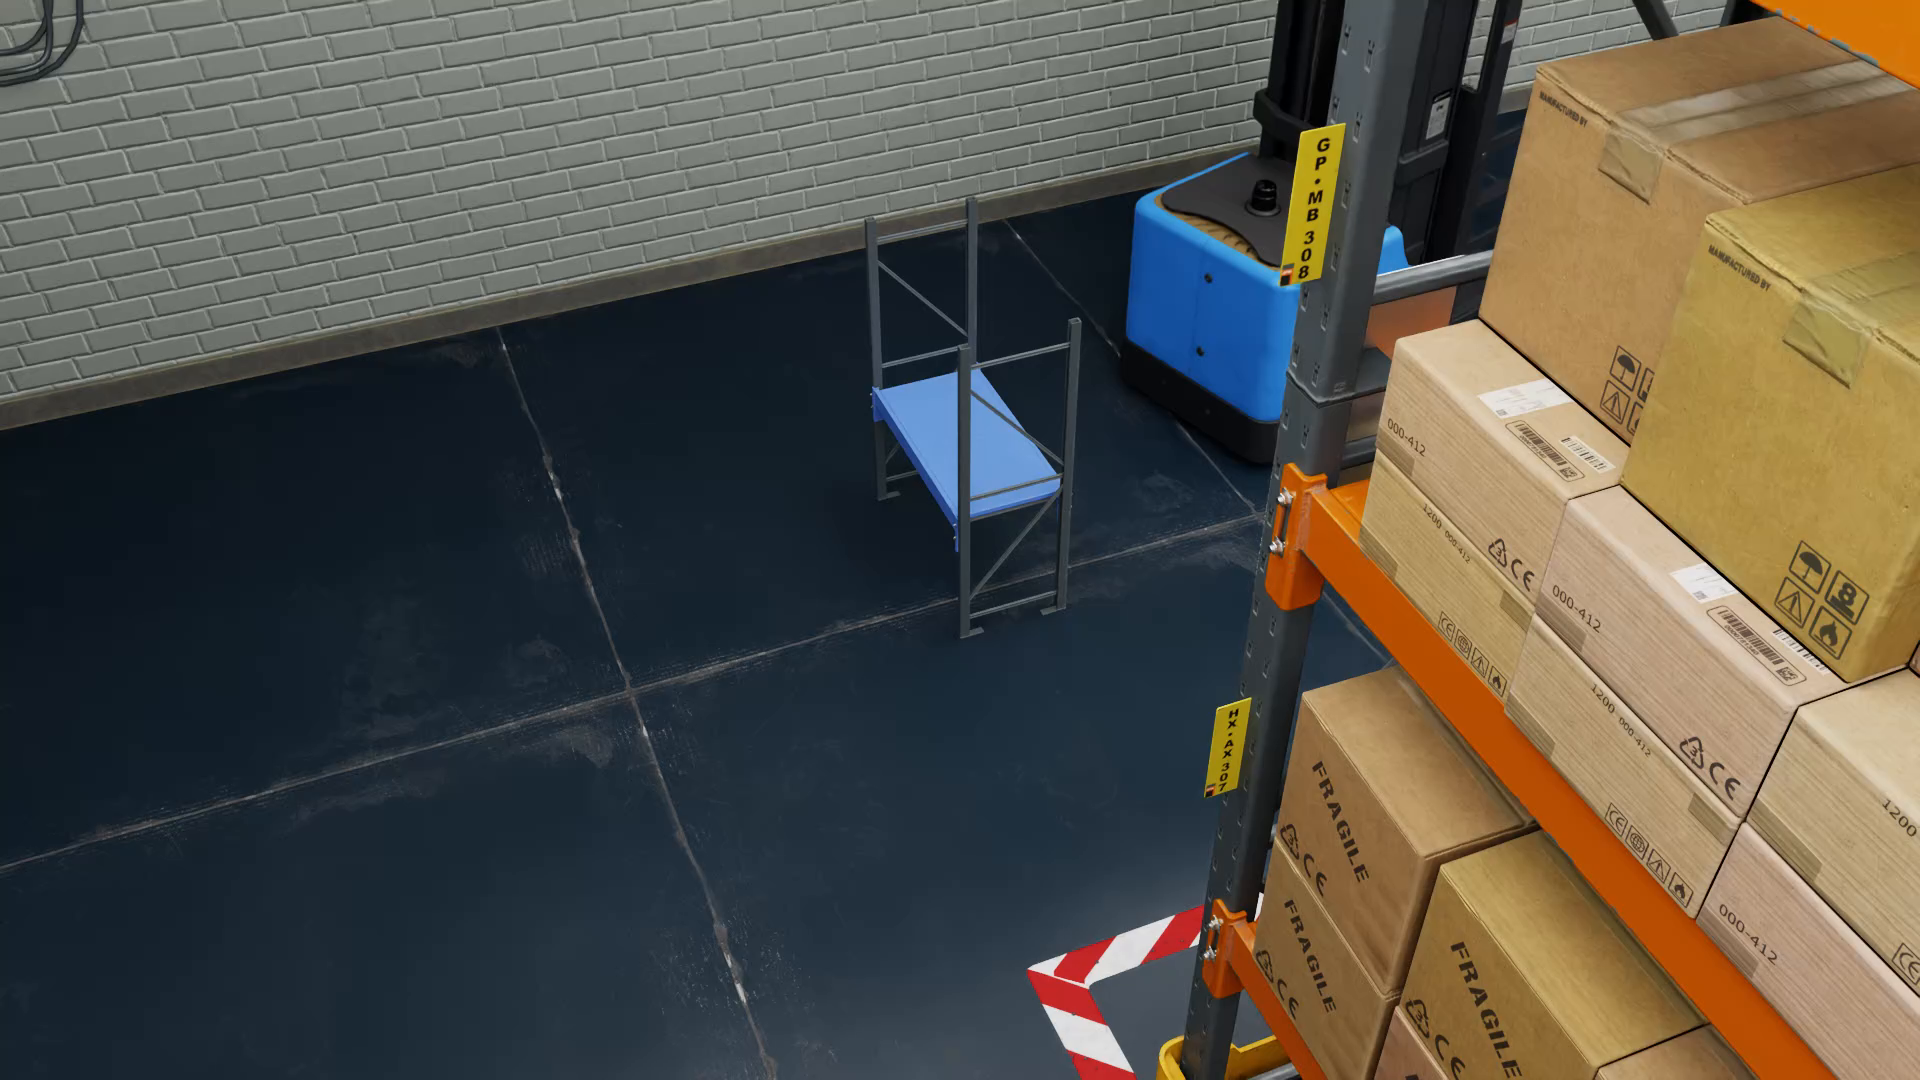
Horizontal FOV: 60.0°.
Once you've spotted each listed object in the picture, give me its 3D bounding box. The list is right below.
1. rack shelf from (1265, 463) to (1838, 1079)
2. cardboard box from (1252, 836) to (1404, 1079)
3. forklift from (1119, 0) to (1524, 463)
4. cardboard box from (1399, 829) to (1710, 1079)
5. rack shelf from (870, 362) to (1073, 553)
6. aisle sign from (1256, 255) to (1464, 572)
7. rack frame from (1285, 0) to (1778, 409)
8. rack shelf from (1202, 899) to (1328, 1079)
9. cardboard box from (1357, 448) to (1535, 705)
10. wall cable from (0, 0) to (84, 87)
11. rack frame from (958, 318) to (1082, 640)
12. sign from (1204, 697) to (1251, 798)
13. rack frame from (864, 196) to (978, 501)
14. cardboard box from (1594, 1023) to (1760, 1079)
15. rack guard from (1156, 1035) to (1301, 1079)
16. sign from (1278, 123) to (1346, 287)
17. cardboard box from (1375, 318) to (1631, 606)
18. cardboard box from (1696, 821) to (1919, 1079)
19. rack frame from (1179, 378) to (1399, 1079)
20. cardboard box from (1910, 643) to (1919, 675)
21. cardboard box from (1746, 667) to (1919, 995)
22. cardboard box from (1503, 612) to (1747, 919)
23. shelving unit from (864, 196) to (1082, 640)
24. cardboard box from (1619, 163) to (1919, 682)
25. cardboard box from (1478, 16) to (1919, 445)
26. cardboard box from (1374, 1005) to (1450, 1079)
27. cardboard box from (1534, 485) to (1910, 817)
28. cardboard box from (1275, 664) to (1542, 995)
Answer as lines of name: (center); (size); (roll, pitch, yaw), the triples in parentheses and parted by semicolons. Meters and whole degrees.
rack shelf: (1.929, 1.048, 2.400); (1.077, 0.370, 4.000); (-15, 43, -17)
cardboard box: (1.090, 1.003, 4.125); (0.500, 0.500, 0.500); (-14, 43, -16)
forklift: (2.284, -2.283, 8.075); (3.031, 2.935, 1.130); (-28, 48, -28)
cardboard box: (1.297, 0.937, 3.435); (0.500, 0.500, 0.500); (-15, 43, -16)
rack shelf: (0.033, -0.381, 7.237); (0.538, 0.185, 1.000); (-15, 43, -17)
aisle sign: (0.867, -0.245, 3.660); (0.394, 0.787, 0.004); (-15, 43, -17)
rack frame: (1.164, -1.567, 2.589); (1.000, 3.000, 0.127); (-15, 43, -17)
rack shelf: (1.929, 2.186, 3.378); (1.077, 0.370, 4.000); (-15, 43, -17)
cardboard box: (1.126, 0.001, 3.182); (0.500, 0.250, 0.500); (-15, 43, -17)
wall cable: (-5.245, -2.647, 6.227); (3.097, 2.526, 0.112); (-15, 43, -17)
rack frame: (0.227, -0.211, 6.764); (0.500, 1.500, 0.032); (-15, 43, -17)
sign: (0.663, 0.515, 4.105); (0.100, 0.325, 0.005); (-15, 43, -17)
rack frame: (-0.162, -0.824, 7.476); (0.500, 1.500, 0.032); (-15, 43, -17)
cardboard box: (1.484, 1.240, 3.083); (0.500, 0.500, 0.500); (-15, 43, -16)
rack guard: (1.193, 1.702, 5.306); (1.175, 0.500, 0.348); (-15, 43, -17)
sign: (0.663, -0.625, 3.124); (0.100, 0.325, 0.005); (-15, 43, -17)
cardboard box: (1.120, -0.187, 3.017); (0.500, 0.250, 0.500); (-15, 43, -17)
cardboard box: (1.498, 0.606, 2.478); (0.500, 0.250, 0.500); (-15, 43, -17)
rack frame: (1.164, 0.708, 4.545); (1.000, 3.000, 0.127); (-15, 43, -17)
cardboard box: (1.779, 0.056, 2.159); (0.700, 0.500, 0.500); (-15, 43, -17)
cardboard box: (1.502, 0.415, 2.316); (0.500, 0.250, 0.500); (-15, 43, -17)
cardboard box: (1.305, 0.305, 2.828); (0.500, 0.250, 0.500); (-15, 43, -17)
shelving unit: (0.033, -0.517, 7.120); (0.538, 1.500, 1.048); (-15, 43, -17)
cardboard box: (1.489, -0.219, 2.478); (0.700, 0.500, 0.500); (-15, 43, -17)
cardboard box: (1.376, -0.541, 2.853); (0.700, 0.500, 0.500); (-15, 43, -17)
cardboard box: (1.292, 1.313, 3.765); (0.500, 0.500, 0.500); (-16, 43, -17)
cardboard box: (1.305, 0.115, 2.665); (0.500, 0.250, 0.500); (-15, 43, -17)
cardboard box: (1.090, 0.624, 3.799); (0.500, 0.500, 0.500); (-14, 43, -16)
